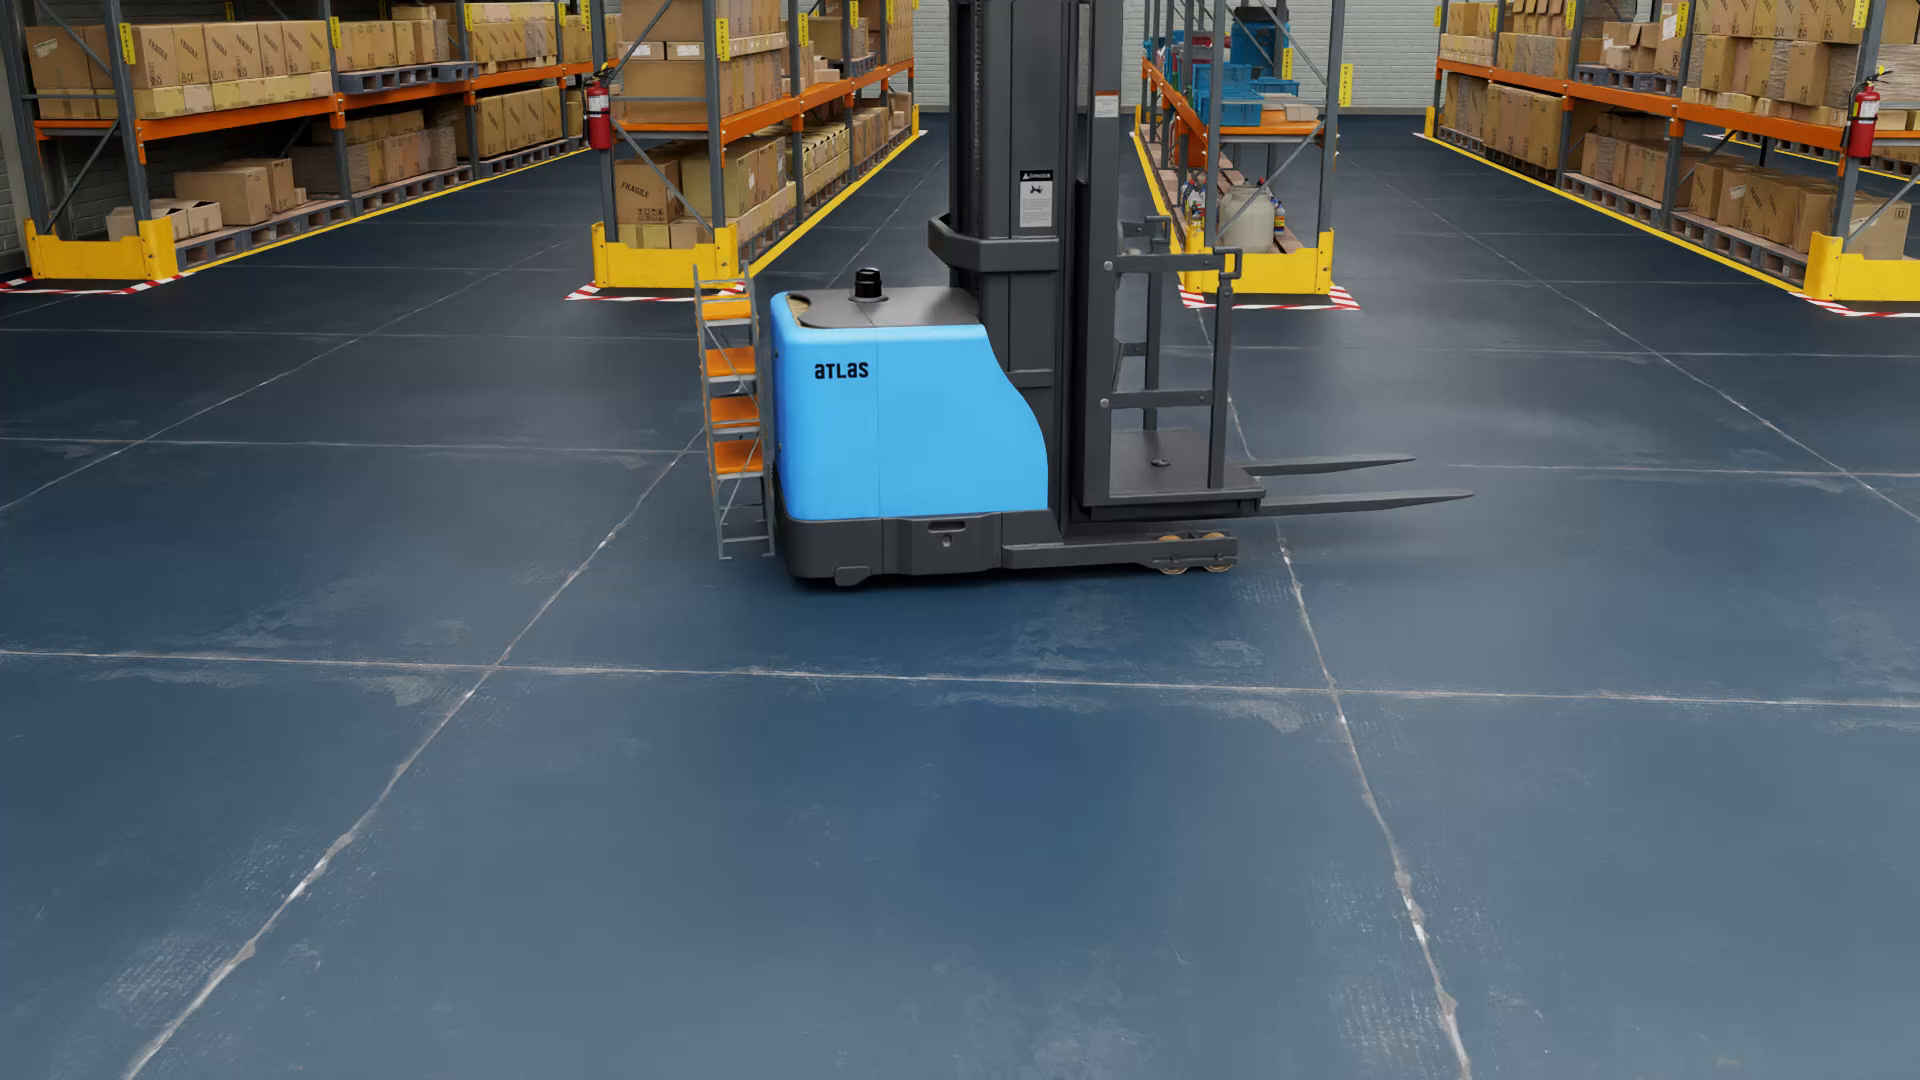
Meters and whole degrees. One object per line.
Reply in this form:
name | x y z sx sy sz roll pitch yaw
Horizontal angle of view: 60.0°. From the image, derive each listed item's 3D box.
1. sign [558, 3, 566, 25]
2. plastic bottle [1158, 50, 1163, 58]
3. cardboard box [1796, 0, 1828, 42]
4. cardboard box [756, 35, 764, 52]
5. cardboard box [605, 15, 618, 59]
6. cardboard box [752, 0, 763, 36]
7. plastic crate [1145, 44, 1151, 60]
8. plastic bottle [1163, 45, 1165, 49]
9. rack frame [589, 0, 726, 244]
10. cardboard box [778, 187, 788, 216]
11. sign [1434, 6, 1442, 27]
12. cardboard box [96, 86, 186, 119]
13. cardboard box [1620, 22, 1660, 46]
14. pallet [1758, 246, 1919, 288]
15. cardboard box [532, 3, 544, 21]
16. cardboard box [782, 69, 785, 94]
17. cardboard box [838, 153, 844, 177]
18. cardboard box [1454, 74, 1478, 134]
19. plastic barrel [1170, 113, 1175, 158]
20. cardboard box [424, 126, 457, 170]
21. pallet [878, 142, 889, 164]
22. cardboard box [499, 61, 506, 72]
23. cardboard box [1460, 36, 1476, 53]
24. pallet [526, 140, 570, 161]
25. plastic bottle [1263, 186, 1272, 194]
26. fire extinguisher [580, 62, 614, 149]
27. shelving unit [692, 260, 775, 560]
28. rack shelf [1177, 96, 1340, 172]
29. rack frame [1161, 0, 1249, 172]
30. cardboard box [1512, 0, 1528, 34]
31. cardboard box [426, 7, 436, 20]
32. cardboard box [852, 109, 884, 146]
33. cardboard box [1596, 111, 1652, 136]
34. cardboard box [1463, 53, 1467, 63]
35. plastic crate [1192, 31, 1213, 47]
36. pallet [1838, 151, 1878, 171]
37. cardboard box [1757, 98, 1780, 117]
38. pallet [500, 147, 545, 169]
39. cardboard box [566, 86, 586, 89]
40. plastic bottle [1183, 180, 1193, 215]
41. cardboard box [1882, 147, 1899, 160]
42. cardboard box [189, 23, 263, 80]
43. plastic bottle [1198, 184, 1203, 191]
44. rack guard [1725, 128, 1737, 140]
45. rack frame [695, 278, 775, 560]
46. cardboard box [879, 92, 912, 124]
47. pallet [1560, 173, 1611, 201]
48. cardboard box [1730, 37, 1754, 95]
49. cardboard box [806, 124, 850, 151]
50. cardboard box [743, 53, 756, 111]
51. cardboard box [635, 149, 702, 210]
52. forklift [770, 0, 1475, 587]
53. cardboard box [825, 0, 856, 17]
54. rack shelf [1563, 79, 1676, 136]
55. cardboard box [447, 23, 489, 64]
sign | -5.994 -7.917 25.034 0.100 0.325 0.005 1 18 4
plastic bottle | 2.870 -6.846 23.707 0.097 0.271 0.097 0 18 0
cardboard box | 7.248 -4.350 13.638 0.500 0.500 0.500 1 18 4
cardboard box | -2.067 -4.691 15.720 0.380 0.149 0.250 2 18 5
cardboard box | -6.317 -8.413 27.800 0.980 0.700 0.700 1 18 3
cardboard box | -2.265 -5.033 15.720 0.700 0.500 0.500 1 18 4
plastic crate | 3.170 -7.812 26.619 0.416 0.233 0.300 1 18 4
plastic bottle | 2.994 -7.054 24.212 0.144 0.351 0.185 1 18 4
rack frame | -2.455 -3.577 13.521 1.000 3.000 0.127 1 18 4
cardboard box | -2.029 -3.408 16.748 0.500 0.250 0.500 1 18 4
sign | 8.019 -8.787 27.905 0.100 0.325 0.005 1 18 4
cardboard box | -7.045 -3.769 14.316 0.500 0.250 0.500 1 18 2
cardboard box | 8.060 -5.742 19.294 0.700 0.500 0.500 4 19 12
pallet | 7.524 -2.304 14.117 1.003 0.211 1.213 1 18 4
cardboard box | -6.361 -7.658 24.104 0.500 0.250 0.500 2 18 5
cardboard box | -2.177 -4.902 17.806 0.500 0.250 0.500 2 18 7
cardboard box | -1.710 -4.625 20.463 0.500 0.250 0.500 1 18 3
cardboard box | 8.541 -7.030 26.799 0.875 0.875 0.875 1 18 4
plastic barrel | 3.158 -5.506 22.608 0.600 0.588 0.708 1 18 4
cardboard box | -6.822 -4.967 21.073 0.700 0.500 0.500 2 18 5
pallet | -1.616 -5.725 24.556 1.003 0.211 1.213 1 18 4
cardboard box | -6.504 -6.558 22.992 0.380 0.149 0.250 2 18 5
cardboard box | 8.166 -7.771 26.085 0.500 0.250 0.500 1 18 3
pallet | -6.516 -5.847 24.927 1.003 0.211 1.213 1 18 4
plastic bottle | 2.976 -3.291 16.198 0.144 0.351 0.185 1 18 4
fire extinguisher | -2.927 -3.514 13.453 0.296 0.674 0.183 1 18 4
shelving unit | -0.983 -0.570 7.220 0.258 1.200 0.503 -5 19 -8
rack shelf | 2.629 -3.744 15.188 1.077 0.370 4.000 1 18 4
rack frame | 3.059 -5.950 20.763 1.000 3.000 0.127 1 18 4
cardboard box | 8.248 -7.407 23.439 0.797 0.503 0.637 1 18 2
cardboard box | -6.818 -6.628 20.924 0.380 0.149 0.250 -1 18 -3
cardboard box | -1.388 -6.012 24.261 0.500 0.500 0.500 1 18 4
cardboard box | 7.981 -5.008 19.993 0.500 0.250 0.500 2 18 6
cardboard box | 8.092 -7.542 26.027 0.380 0.149 0.250 2 18 5
plastic crate | 3.660 -7.523 25.364 0.402 0.464 0.583 1 18 4
pallet | 13.171 -5.372 23.480 1.003 0.211 1.213 1 18 4
cardboard box | 7.243 -3.796 14.595 0.380 0.149 0.250 1 18 4
pallet | -6.601 -5.467 23.768 1.003 0.211 1.213 1 18 4
cardboard box | -6.462 -7.485 27.747 0.380 0.149 0.250 2 18 5
plastic bottle | 2.300 -3.416 16.579 0.144 0.351 0.185 2 18 5
cardboard box | 12.848 -5.400 22.426 0.500 0.500 0.500 2 18 5
cardboard box | -6.949 -4.596 15.638 0.500 0.500 0.500 2 18 6
plastic bottle | 2.422 -3.433 16.739 0.061 0.283 0.133 1 18 4
rack guard | 13.507 -6.970 27.892 1.175 0.500 0.348 1 18 4
rack frame | -0.942 -0.495 6.991 0.240 1.200 0.015 -5 19 -8
cardboard box | -1.101 -7.393 28.475 0.500 0.500 0.500 1 18 4
pallet | 7.941 -4.271 20.119 1.003 0.211 1.213 1 18 4
cardboard box | 7.612 -4.335 15.198 0.875 0.500 0.500 1 18 4
cardboard box | -1.674 -5.053 20.866 0.500 0.311 0.500 2 18 5
cardboard box | -2.301 -4.250 15.415 0.700 0.500 0.500 2 18 6
cardboard box | -2.656 -3.310 15.245 0.500 0.500 0.500 1 18 4
forklift | 0.719 -1.404 7.001 3.031 2.935 1.130 -3 18 -9
cardboard box | -1.817 -7.989 25.221 0.500 0.500 0.500 1 18 4
rack shelf | 7.856 -4.876 18.642 1.077 0.370 4.000 1 18 4
cardboard box | -6.533 -6.514 21.816 0.500 0.500 0.500 2 18 6
